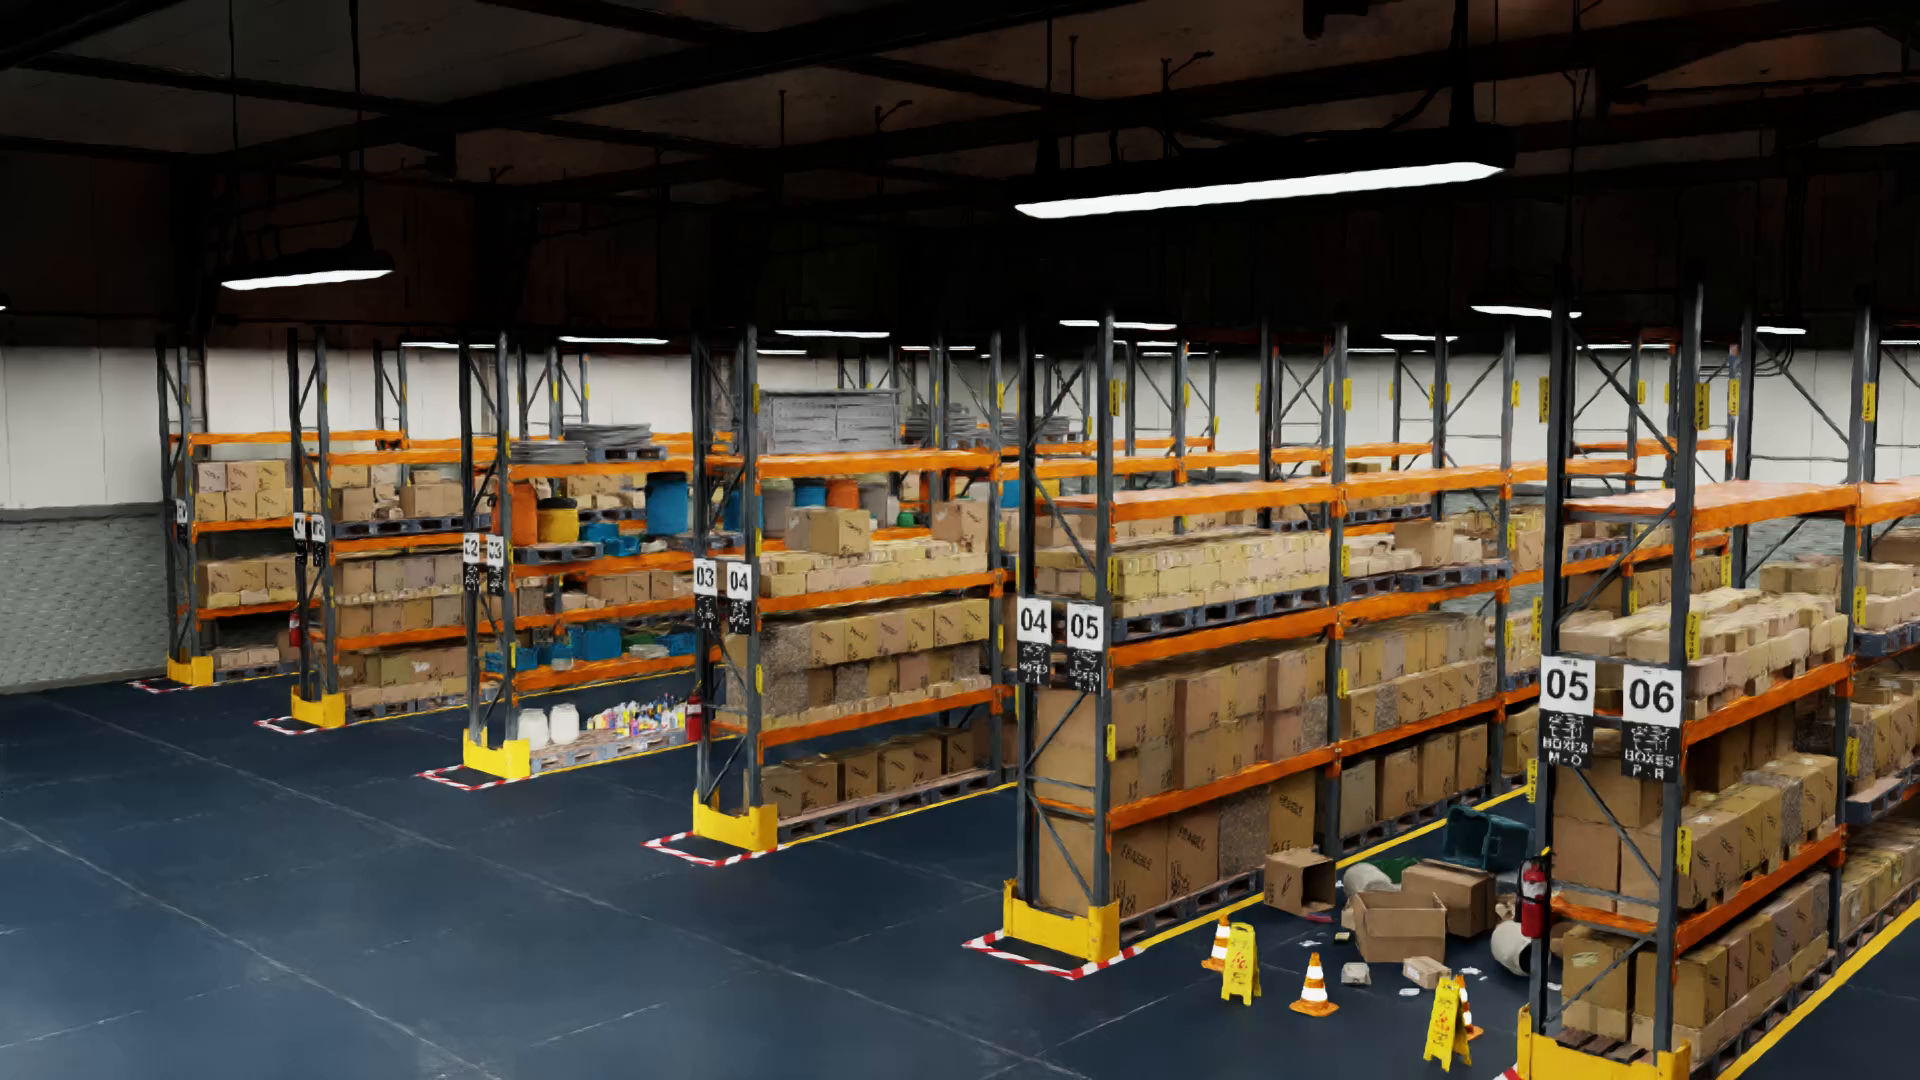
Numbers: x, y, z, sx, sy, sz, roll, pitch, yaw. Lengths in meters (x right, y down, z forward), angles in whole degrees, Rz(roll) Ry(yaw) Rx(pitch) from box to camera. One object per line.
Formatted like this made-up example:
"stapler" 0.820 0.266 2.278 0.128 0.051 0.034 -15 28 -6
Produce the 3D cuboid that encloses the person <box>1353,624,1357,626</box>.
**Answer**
"person" 6.143 2.014 25.675 0.371 1.459 0.520 2 6 24
